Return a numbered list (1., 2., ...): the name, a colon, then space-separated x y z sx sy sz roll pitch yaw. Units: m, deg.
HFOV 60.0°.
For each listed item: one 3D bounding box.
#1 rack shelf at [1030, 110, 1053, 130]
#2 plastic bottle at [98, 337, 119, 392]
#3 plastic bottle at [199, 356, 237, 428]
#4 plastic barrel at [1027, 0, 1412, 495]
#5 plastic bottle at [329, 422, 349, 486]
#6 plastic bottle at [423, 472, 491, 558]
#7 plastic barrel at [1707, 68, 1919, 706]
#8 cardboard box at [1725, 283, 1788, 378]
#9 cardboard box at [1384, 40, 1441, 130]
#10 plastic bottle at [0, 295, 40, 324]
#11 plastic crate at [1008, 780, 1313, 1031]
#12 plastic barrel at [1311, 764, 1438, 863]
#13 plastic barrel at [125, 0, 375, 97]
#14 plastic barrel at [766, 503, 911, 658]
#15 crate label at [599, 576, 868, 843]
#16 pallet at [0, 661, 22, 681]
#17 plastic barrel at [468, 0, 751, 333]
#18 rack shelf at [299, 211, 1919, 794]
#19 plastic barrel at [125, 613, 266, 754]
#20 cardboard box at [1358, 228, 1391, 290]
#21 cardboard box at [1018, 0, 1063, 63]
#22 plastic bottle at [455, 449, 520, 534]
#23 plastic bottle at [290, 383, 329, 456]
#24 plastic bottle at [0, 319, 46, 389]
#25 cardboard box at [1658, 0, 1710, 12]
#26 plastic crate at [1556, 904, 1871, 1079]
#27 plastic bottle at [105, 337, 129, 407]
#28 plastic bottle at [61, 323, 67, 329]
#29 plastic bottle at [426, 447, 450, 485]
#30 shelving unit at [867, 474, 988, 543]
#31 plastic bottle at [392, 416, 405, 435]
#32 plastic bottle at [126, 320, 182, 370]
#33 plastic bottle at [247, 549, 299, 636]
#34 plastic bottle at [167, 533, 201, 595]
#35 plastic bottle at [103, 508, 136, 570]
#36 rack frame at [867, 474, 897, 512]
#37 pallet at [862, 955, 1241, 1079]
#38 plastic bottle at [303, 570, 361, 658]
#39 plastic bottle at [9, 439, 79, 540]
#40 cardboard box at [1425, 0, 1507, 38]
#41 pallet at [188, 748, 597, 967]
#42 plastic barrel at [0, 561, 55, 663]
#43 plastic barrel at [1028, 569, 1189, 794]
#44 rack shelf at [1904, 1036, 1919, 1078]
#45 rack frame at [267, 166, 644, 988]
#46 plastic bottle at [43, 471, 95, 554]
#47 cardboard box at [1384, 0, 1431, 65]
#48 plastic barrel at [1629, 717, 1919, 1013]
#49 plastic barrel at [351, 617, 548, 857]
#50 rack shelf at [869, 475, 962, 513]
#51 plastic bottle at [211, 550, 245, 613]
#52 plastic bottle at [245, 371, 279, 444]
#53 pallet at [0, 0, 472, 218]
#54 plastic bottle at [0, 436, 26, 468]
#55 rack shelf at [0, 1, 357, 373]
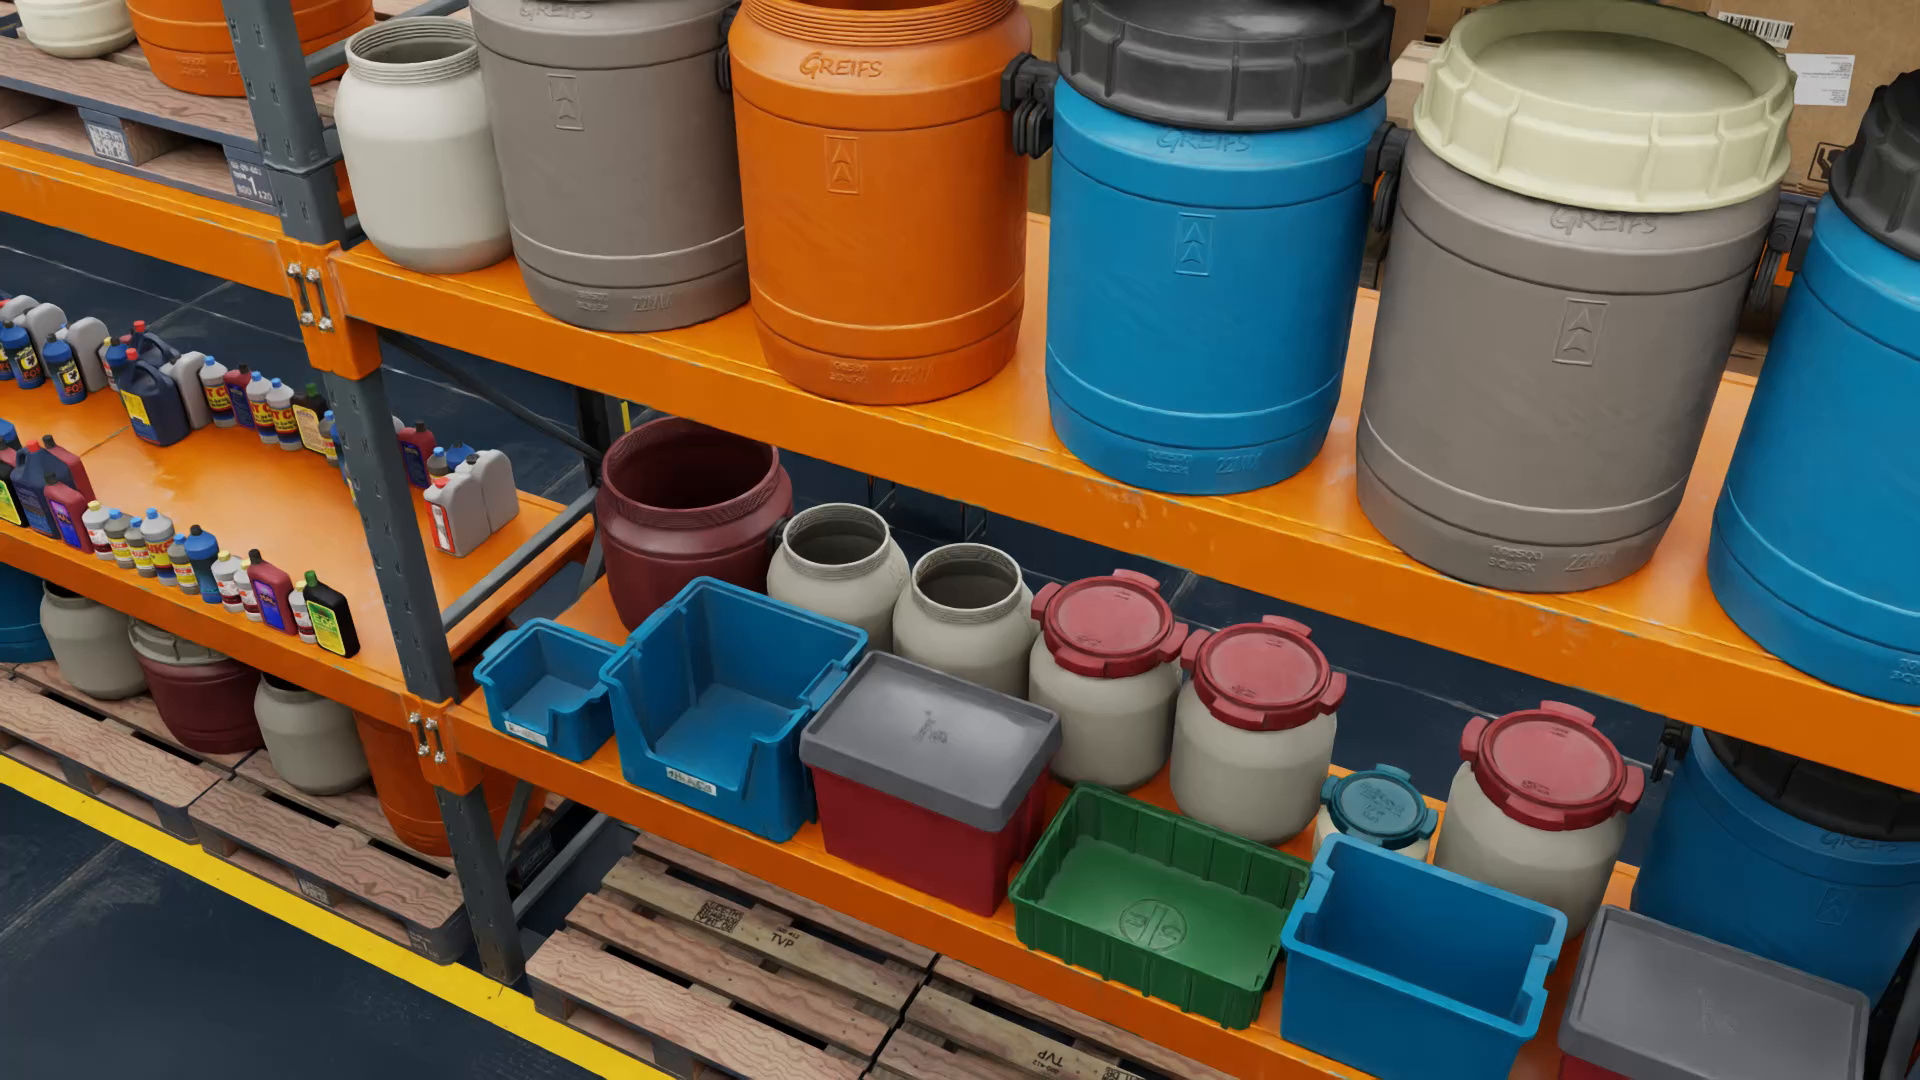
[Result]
1. rack shelf: -0.865 -2.868 9.643 4.000 0.370 1.077 17 41 21
2. plastic bottle: -3.207 -0.675 6.323 0.097 0.201 0.097 0 37 0
3. plastic bottle: -2.719 -0.550 6.100 0.097 0.271 0.097 0 37 0
4. plastic barrel: 0.472 -0.610 3.177 0.708 0.901 0.600 17 41 21
5. plastic bottle: -2.132 -0.325 5.804 0.097 0.271 0.097 0 37 0
6. plastic bottle: -1.673 -0.102 5.506 0.135 0.276 0.152 17 41 21
7. plastic barrel: 1.633 -0.247 2.698 0.708 0.901 0.600 17 41 21
8. cardboard box: 3.927 -0.848 8.090 0.500 0.500 0.700 14 39 18
9. cardboard box: 2.293 -2.117 7.834 0.500 0.250 0.500 16 40 20
10. plastic bottle: -3.648 -0.824 6.458 0.135 0.276 0.152 17 41 21
11. plastic crate: 0.508 0.925 4.226 0.662 0.188 0.450 17 41 21
12. plastic barrel: 1.080 0.778 4.359 0.301 0.262 0.301 0 37 0
13. plastic barrel: -1.870 -1.632 4.236 0.708 0.830 0.600 17 41 21
14. plastic barrel: -0.356 0.187 4.930 0.421 0.512 0.421 0 37 0
15. crate label: -0.609 0.468 4.623 0.616 0.435 0.502 17 41 21
16. pallet: -4.253 0.296 7.185 1.213 0.211 1.003 17 41 21
17. plastic barrel: -0.738 -0.989 3.676 0.600 0.901 0.600 0 37 0
18. rack shelf: 0.409 -0.292 3.767 4.000 0.370 1.077 17 41 21
19. plastic barrel: -2.812 0.413 6.372 0.708 0.588 0.600 17 41 21
20. cardboard box: 2.013 -1.455 8.890 0.500 0.500 0.700 14 39 18
21. cardboard box: 0.358 -2.643 8.668 0.500 0.500 0.500 19 41 23
22. plastic bottle: -1.603 -0.184 5.614 0.135 0.276 0.152 17 41 21
23. plastic bottle: -2.317 -0.441 5.947 0.133 0.283 0.061 17 41 21
24. plastic bottle: -3.570 -0.713 6.315 0.097 0.271 0.097 0 37 0
25. cardboard box: 5.386 -3.787 11.771 0.750 0.750 1.050 17 41 21
26. plastic crate: 1.614 1.177 3.666 0.583 0.464 0.402 17 41 21
27. plastic bottle: -3.117 -0.633 6.210 0.097 0.271 0.097 0 37 0
28. plastic bottle: -3.413 -0.740 6.408 0.097 0.201 0.097 0 37 0
29. plastic bottle: -1.780 -0.228 5.734 0.097 0.201 0.097 0 37 0
30. shelving unit: -0.147 -0.524 7.448 0.503 1.200 0.258 17 41 21
31. plastic bottle: -2.014 -0.312 5.783 0.135 0.276 0.152 17 41 21
32. plastic bottle: -2.974 -0.646 6.161 0.185 0.351 0.144 17 41 21
33. plastic bottle: -2.128 0.159 5.155 0.133 0.283 0.061 17 41 21
34. plastic bottle: -2.481 0.069 5.342 0.097 0.201 0.097 0 37 0
35. plastic bottle: -2.740 -0.012 5.449 0.097 0.201 0.097 0 37 0
36. rack frame: -0.364 -0.592 7.537 0.015 1.200 0.240 17 41 21
37. pallet: 0.382 1.747 5.273 1.213 0.211 1.003 17 41 21
38. plastic bottle: -1.923 0.224 5.071 0.133 0.283 0.061 17 41 21
39. plastic bottle: -3.060 -0.188 5.557 0.185 0.351 0.144 17 41 21
40. cardboard box: 3.781 -4.287 12.430 0.750 0.750 1.050 17 40 21
41. pallet: -2.086 0.974 6.292 1.213 0.211 1.003 17 41 21
42. plastic barrel: -3.815 -0.026 6.691 0.708 0.901 0.600 17 41 21
43. plastic barrel: 0.400 0.411 4.616 0.433 0.535 0.433 0 37 0
44. rack shelf: 3.961 2.015 3.209 4.000 0.370 1.077 17 41 21
45. rack frame: -1.367 0.061 5.189 0.127 3.000 1.000 17 41 21
46. plastic bottle: -2.938 -0.094 5.490 0.133 0.283 0.061 17 41 21
47. cardboard box: 1.950 -2.575 8.232 0.500 0.500 0.700 24 43 28
48. plastic barrel: 1.981 0.703 3.928 0.708 0.901 0.600 17 41 21
49. plastic barrel: -1.809 0.631 5.886 0.708 0.830 0.600 17 41 21
50. rack shelf: -0.147 -0.312 7.609 0.480 0.148 0.258 17 41 21
51. plastic bottle: -2.308 0.123 5.271 0.097 0.201 0.097 0 37 0
52. plastic bottle: -2.514 -0.486 6.016 0.097 0.271 0.097 0 37 0
53. pallet: -2.001 -1.324 4.689 1.213 0.211 1.003 17 41 21
54. plastic bottle: -3.192 -0.215 5.649 0.133 0.283 0.061 17 41 21
55. rack shelf: -3.143 -1.404 5.232 4.000 0.370 1.077 17 41 21
